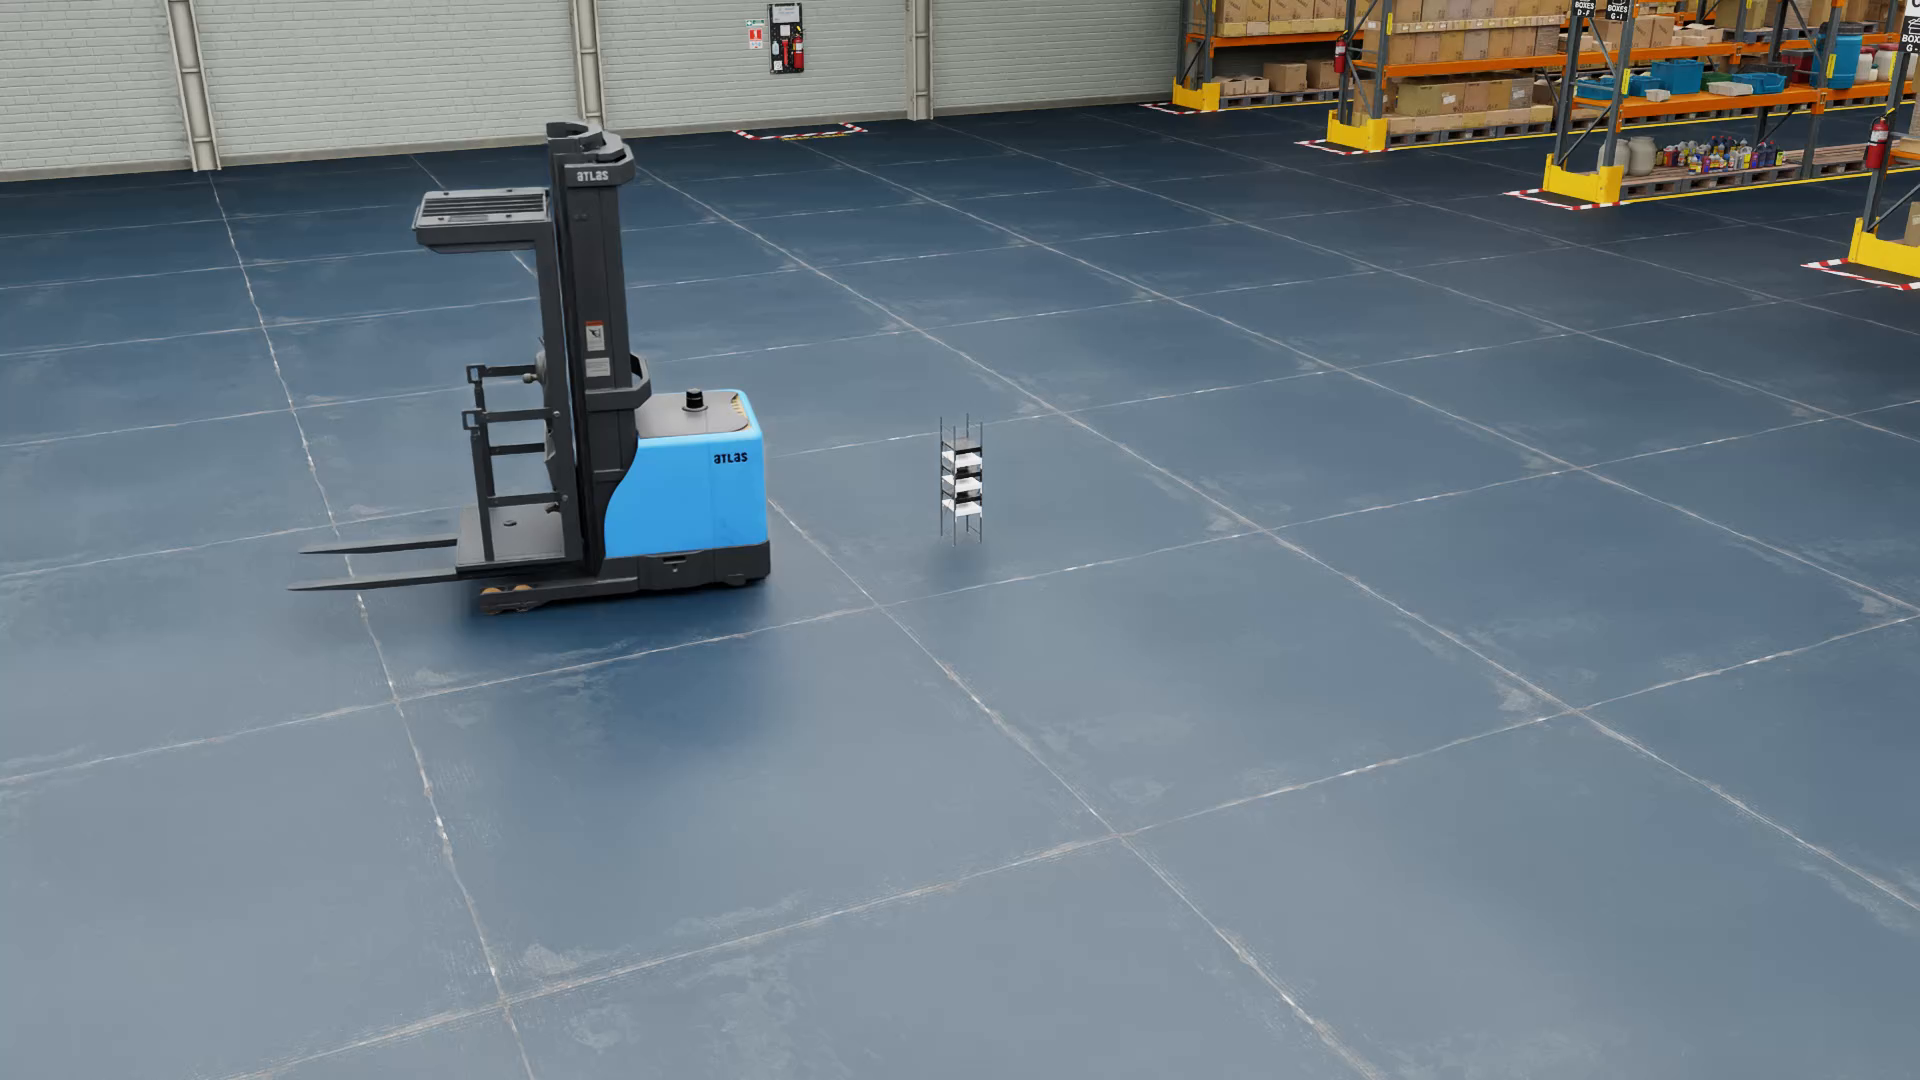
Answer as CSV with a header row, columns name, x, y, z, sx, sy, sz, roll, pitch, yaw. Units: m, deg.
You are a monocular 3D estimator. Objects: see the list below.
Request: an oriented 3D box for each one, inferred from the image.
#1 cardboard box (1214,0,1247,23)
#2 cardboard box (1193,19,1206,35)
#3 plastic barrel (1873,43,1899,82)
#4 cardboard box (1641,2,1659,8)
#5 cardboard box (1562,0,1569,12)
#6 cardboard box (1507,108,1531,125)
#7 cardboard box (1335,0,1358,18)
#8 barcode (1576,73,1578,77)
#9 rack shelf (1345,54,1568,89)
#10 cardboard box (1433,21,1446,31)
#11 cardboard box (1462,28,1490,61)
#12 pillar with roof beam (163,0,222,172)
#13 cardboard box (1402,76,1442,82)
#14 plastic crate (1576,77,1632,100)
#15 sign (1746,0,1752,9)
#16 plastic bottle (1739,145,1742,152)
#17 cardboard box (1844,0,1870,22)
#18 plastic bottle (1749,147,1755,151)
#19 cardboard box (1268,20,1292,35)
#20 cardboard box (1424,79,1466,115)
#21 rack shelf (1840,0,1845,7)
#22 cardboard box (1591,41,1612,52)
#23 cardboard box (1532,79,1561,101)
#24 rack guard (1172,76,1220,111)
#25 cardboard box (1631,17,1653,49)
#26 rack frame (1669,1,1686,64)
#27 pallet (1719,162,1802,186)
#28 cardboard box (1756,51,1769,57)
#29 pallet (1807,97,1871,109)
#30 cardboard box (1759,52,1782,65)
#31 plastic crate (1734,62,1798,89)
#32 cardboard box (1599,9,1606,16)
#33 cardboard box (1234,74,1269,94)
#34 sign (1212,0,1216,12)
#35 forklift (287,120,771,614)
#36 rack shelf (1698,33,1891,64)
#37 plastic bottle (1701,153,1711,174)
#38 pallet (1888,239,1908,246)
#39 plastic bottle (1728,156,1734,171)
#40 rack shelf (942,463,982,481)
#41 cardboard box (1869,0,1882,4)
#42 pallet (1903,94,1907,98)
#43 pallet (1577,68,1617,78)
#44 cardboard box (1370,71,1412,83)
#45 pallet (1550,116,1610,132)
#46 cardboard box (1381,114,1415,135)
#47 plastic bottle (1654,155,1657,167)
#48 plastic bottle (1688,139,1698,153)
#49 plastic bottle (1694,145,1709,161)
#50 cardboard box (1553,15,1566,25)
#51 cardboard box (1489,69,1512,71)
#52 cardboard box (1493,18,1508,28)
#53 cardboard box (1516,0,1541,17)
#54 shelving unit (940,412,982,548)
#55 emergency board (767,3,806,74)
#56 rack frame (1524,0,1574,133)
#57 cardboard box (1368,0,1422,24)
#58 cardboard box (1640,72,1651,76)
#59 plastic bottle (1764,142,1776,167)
name,x,y,z,sx,sy,sz,roll,pitch,yaw
cardboard box,4.982,-9.905,30.947,0.500,0.500,0.500,-10,25,-24
cardboard box,4.759,-9.728,31.498,0.500,0.250,0.500,-10,25,-23
plastic barrel,13.941,-7.160,24.948,0.433,0.535,0.433,0,22,0
cardboard box,14.472,-11.575,35.246,0.500,0.500,0.500,-10,25,-23
cardboard box,12.179,-11.156,34.232,0.500,0.500,0.500,-10,24,-22
cardboard box,9.400,-7.292,28.491,0.500,0.250,0.500,-10,25,-24
cardboard box,7.287,-10.324,31.957,0.500,0.500,0.500,-11,25,-24
barcode,10.588,-7.991,28.571,0.075,0.075,0.001,-10,25,-24
rack shelf,8.376,-7.936,27.941,4.000,0.370,1.077,-10,25,-24
cardboard box,7.711,-8.400,27.143,0.250,0.149,0.380,-11,25,-24
cardboard box,8.394,-8.314,27.782,0.500,0.500,0.700,-10,24,-22
pillar with roof beam,-9.675,-8.360,20.181,0.400,9.000,9.100,-10,25,-24
cardboard box,7.822,-7.569,28.180,0.500,0.500,0.500,-10,25,-24
plastic crate,9.040,-6.347,23.355,0.616,0.251,0.499,-10,25,-24
sign,14.026,-9.608,29.526,0.005,0.325,0.100,-10,25,-24
plastic bottle,11.754,-5.884,25.127,0.097,0.201,0.097,0,22,0
cardboard box,16.862,-10.166,31.708,0.700,0.500,0.500,21,30,41
plastic bottle,11.608,-5.646,24.455,0.135,0.276,0.152,-10,25,-24
cardboard box,5.923,-9.728,31.500,0.500,0.250,0.500,-11,25,-24
cardboard box,8.048,-7.390,27.747,0.500,0.500,0.500,-10,25,-24
rack shelf,14.125,-8.278,24.845,4.000,0.370,1.077,-10,25,-24
cardboard box,11.065,-8.561,28.838,0.250,0.149,0.380,-10,25,-24
cardboard box,10.418,-7.949,29.344,0.500,0.311,0.500,-10,25,-24
rack guard,4.490,-8.501,31.633,0.348,0.500,1.175,-10,25,-24
cardboard box,11.803,-8.939,29.292,0.500,0.500,0.500,-10,25,-24
rack frame,15.235,-11.634,35.933,0.127,3.000,1.000,-10,25,-24
pallet,11.700,-5.507,24.778,1.213,0.211,1.003,-10,25,-24
cardboard box,17.801,-11.103,37.370,0.500,0.500,0.700,-11,25,-24
pallet,16.670,-8.491,31.987,1.213,0.211,1.003,-10,25,-24
cardboard box,15.492,-9.077,31.468,0.500,0.250,0.500,-11,25,-25
plastic crate,11.796,-6.821,24.387,0.504,0.338,0.767,-10,25,-24
cardboard box,13.405,-11.097,34.938,0.250,0.149,0.380,-10,25,-23
cardboard box,5.598,-8.783,31.986,0.500,0.311,0.500,-8,24,-19
sign,4.657,-9.856,30.507,0.005,0.325,0.100,-10,25,-24
forklift,-2.830,-1.102,10.580,3.031,2.935,1.130,-5,23,-13
rack shelf,15.584,-9.263,31.147,4.000,0.370,1.077,-10,25,-24
plastic bottle,10.699,-5.402,23.855,0.133,0.283,0.061,-10,25,-23
pallet,11.682,-3.369,19.613,1.213,0.211,1.003,-10,25,-24
plastic bottle,11.161,-5.457,24.094,0.097,0.201,0.097,0,22,0
rack shelf,0.007,-0.469,11.559,0.200,0.077,0.258,-10,25,-24
cardboard box,17.730,-10.609,32.018,0.500,0.500,0.500,-10,25,-23
pallet,19.106,-8.956,33.111,1.213,0.211,1.003,-10,25,-24
pallet,13.471,-9.988,35.602,1.213,0.211,1.003,-10,25,-24
cardboard box,8.682,-9.483,33.430,0.500,0.500,0.700,-10,24,-22
pallet,10.825,-7.448,29.466,1.213,0.211,1.003,-10,25,-24
cardboard box,7.153,-6.873,27.477,0.500,0.250,0.500,-10,25,-24
plastic bottle,10.183,-5.595,24.429,0.097,0.201,0.097,0,22,0
plastic bottle,10.862,-5.779,24.678,0.185,0.351,0.144,-11,25,-24
plastic bottle,10.949,-5.698,24.579,0.135,0.276,0.152,-10,25,-24
cardboard box,10.026,-8.827,28.174,0.250,0.149,0.380,-10,25,-24
cardboard box,11.004,-9.881,34.392,0.500,0.500,0.700,-10,25,-23
cardboard box,8.881,-8.617,27.667,0.250,0.149,0.380,-10,24,-22
cardboard box,9.326,-9.086,27.951,0.500,0.500,0.700,-10,25,-24
shelving unit,0.007,-0.417,11.581,0.210,0.900,0.258,-10,25,-24
emergency board,-2.972,-8.666,28.762,0.643,1.169,0.194,-10,25,-24
rack frame,10.178,-8.600,28.605,0.127,3.000,1.000,-10,25,-24
cardboard box,7.047,-8.664,26.932,0.500,0.500,0.700,-10,25,-23
cardboard box,12.713,-8.371,30.363,0.500,0.311,0.500,-11,25,-25
plastic bottle,11.867,-5.666,24.404,0.185,0.351,0.144,-11,25,-25
